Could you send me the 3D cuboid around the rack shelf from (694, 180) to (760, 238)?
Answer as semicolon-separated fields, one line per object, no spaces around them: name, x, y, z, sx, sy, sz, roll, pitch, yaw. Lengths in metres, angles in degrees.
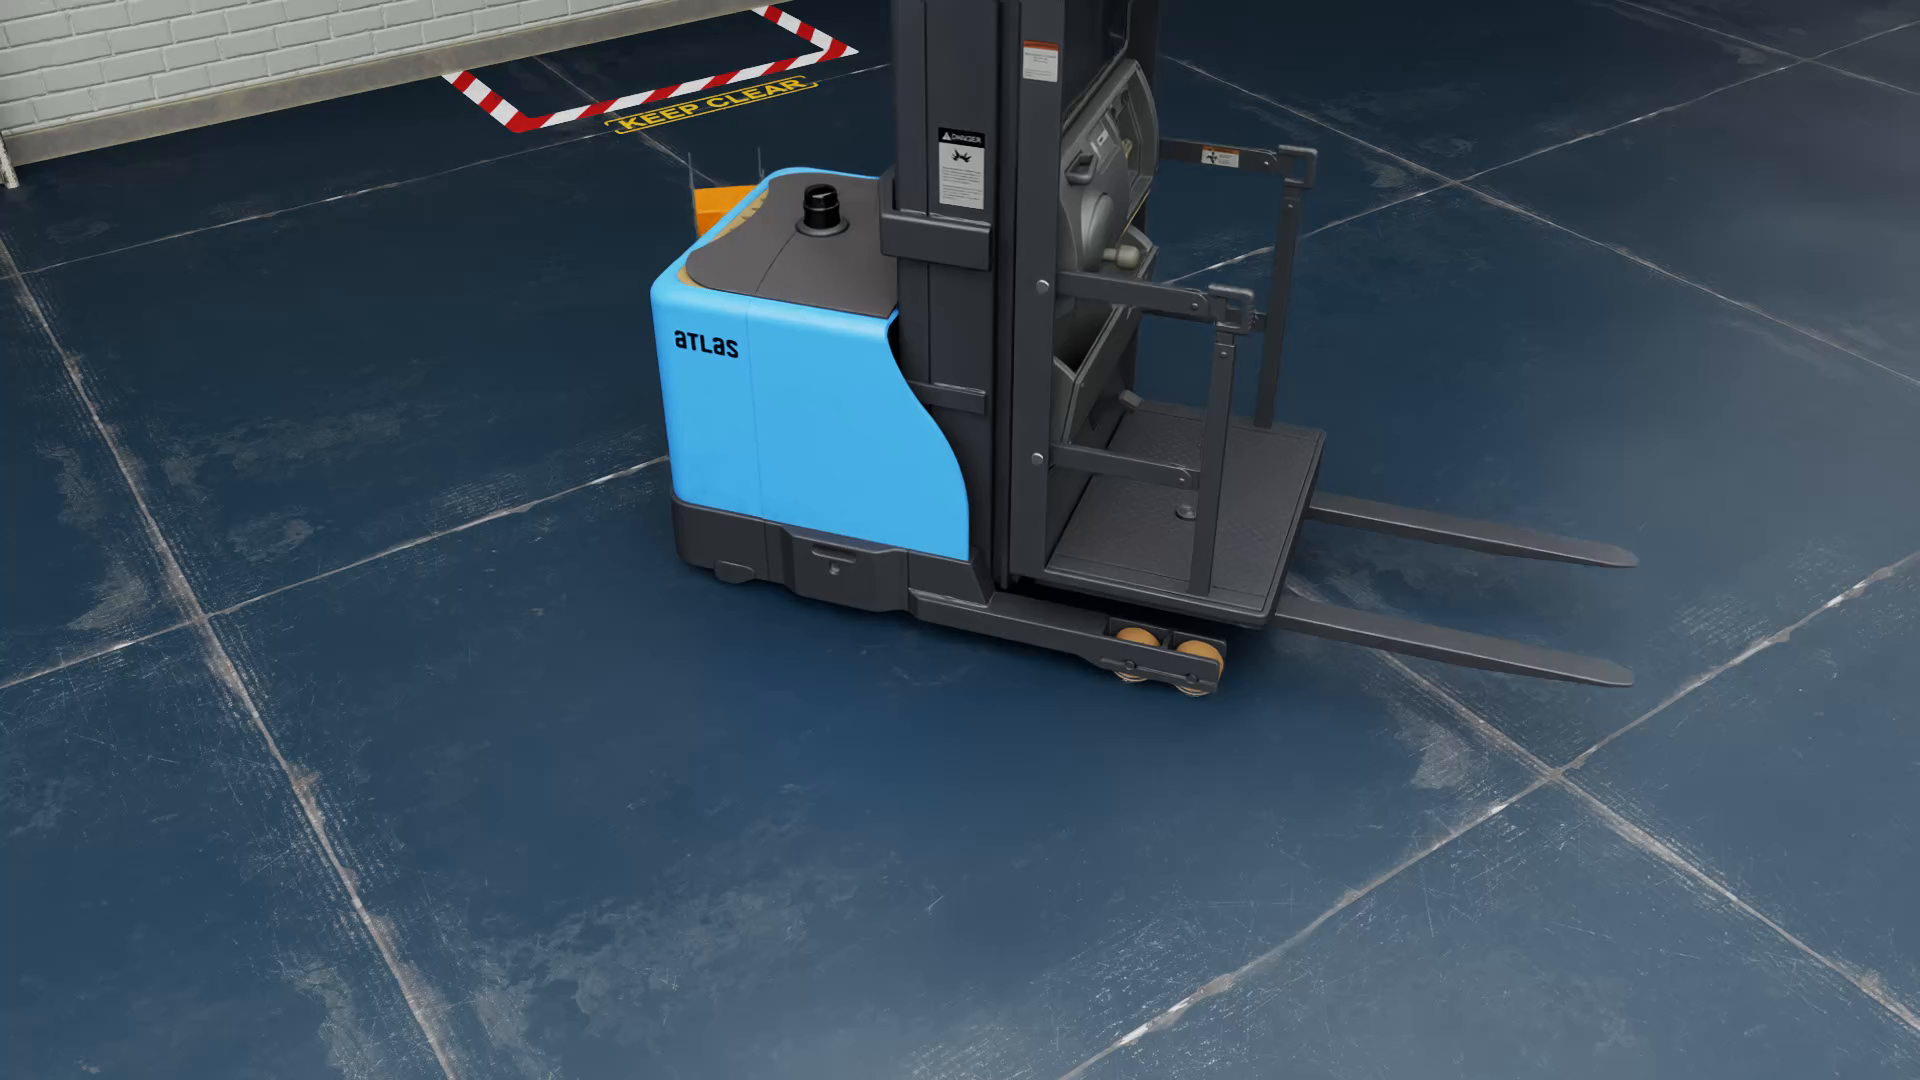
rack shelf;-0.815;-1.114;5.932;0.240;0.259;0.215;-6;36;-8

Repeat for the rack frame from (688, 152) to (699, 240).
rack frame;-0.935;-0.880;6.074;0.008;1.050;0.200;-6;36;-8

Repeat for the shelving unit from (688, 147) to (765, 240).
shelving unit;-0.815;-0.893;6.092;0.252;1.050;0.215;-6;36;-8

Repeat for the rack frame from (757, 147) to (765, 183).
rack frame;-0.695;-0.905;6.109;0.008;1.050;0.200;-6;36;-8

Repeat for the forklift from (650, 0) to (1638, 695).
forklift;0.620;-1.066;4.722;3.031;2.935;1.130;12;37;16

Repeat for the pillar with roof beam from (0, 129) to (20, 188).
pillar with roof beam;-2.387;-3.344;2.692;0.400;9.000;9.100;-22;41;-28
